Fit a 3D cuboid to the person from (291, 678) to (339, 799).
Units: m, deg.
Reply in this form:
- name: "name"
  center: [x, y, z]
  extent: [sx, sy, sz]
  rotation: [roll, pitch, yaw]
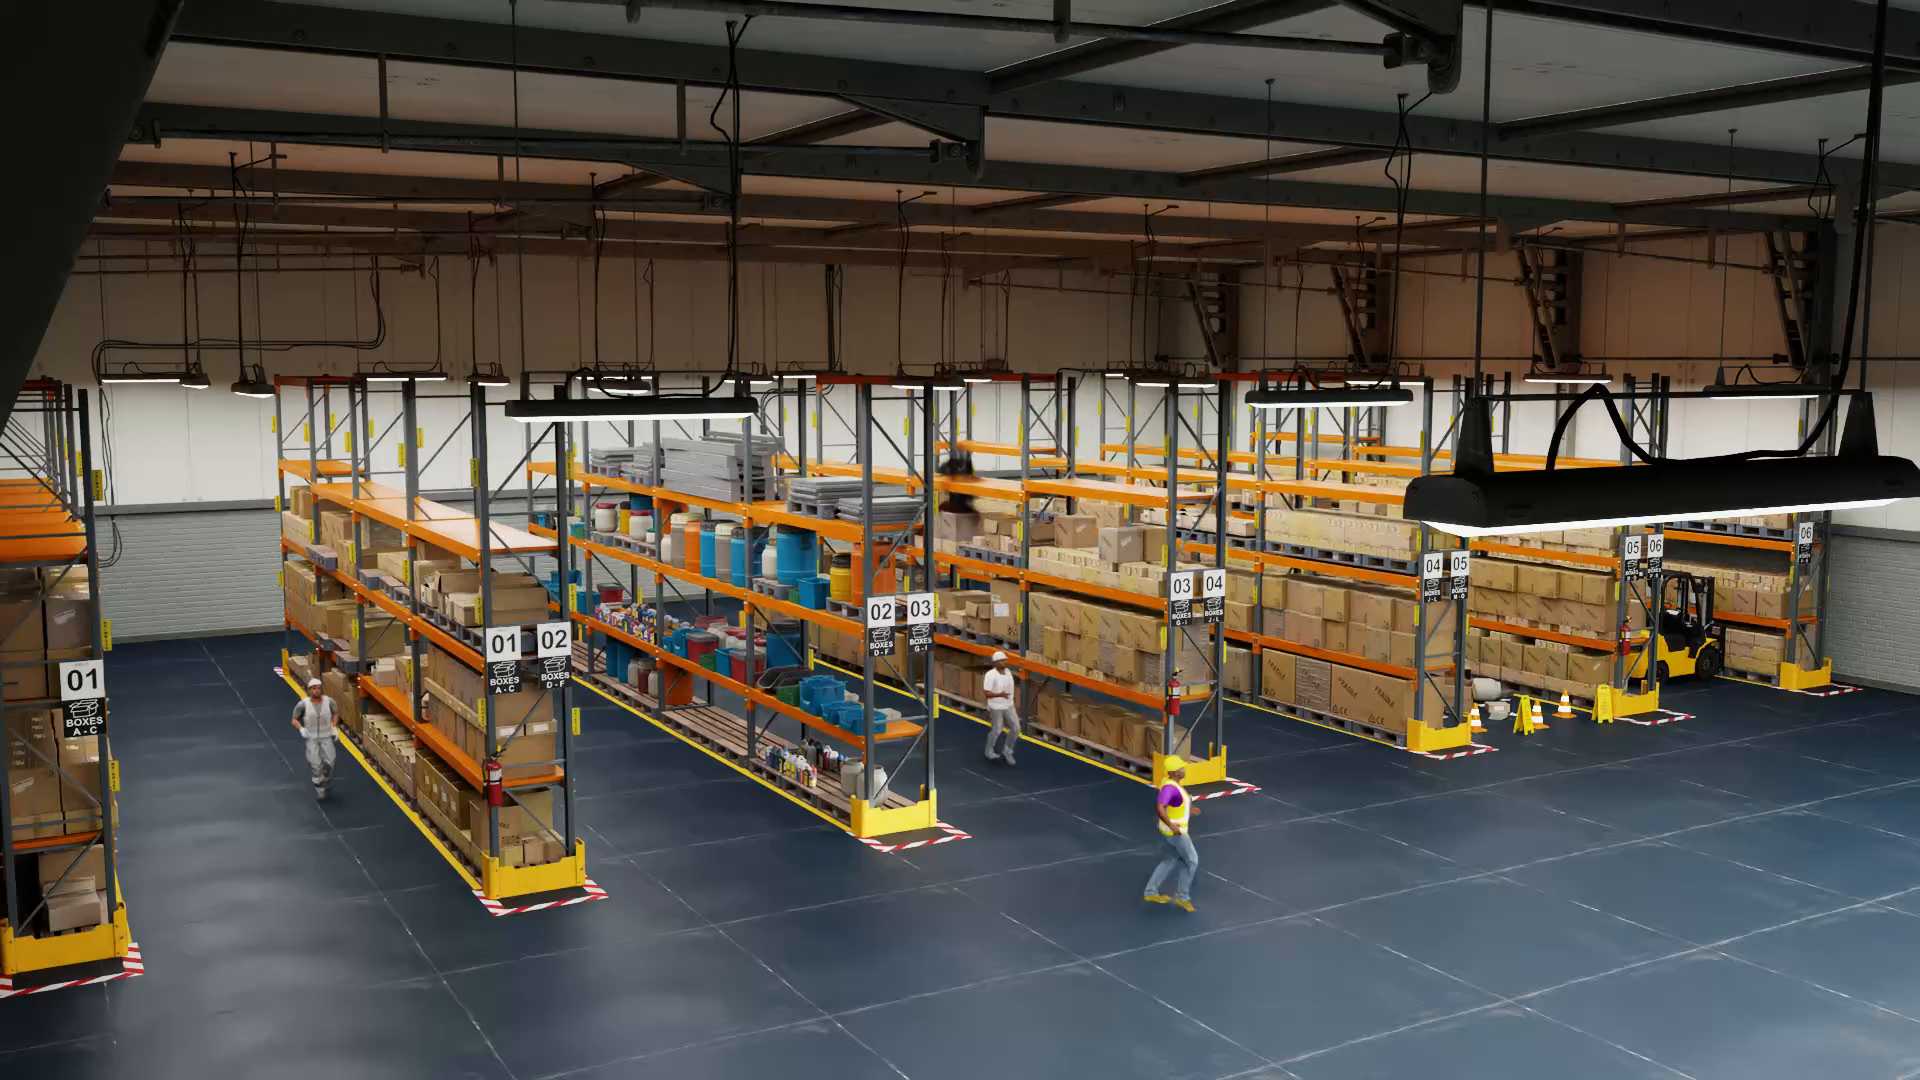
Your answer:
- name: "person"
  center: [-9.231, 2.850, 23.877]
  extent: [0.661, 1.745, 0.586]
  rotation: [-3, 7, -28]

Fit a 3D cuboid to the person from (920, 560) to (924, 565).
- name: "person"
  center: [-0.945, 0.970, 42.060]
  extent: [0.492, 1.536, 0.650]
  rotation: [-1, 6, -8]

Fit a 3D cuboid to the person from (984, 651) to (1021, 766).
- name: "person"
  center: [0.651, 2.625, 25.886]
  extent: [0.671, 1.804, 0.736]
  rotation: [-5, 8, -38]

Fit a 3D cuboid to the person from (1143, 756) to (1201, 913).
- name: "person"
  center: [2.450, 3.385, 19.100]
  extent: [0.670, 1.837, 0.695]
  rotation: [0, 6, -3]
